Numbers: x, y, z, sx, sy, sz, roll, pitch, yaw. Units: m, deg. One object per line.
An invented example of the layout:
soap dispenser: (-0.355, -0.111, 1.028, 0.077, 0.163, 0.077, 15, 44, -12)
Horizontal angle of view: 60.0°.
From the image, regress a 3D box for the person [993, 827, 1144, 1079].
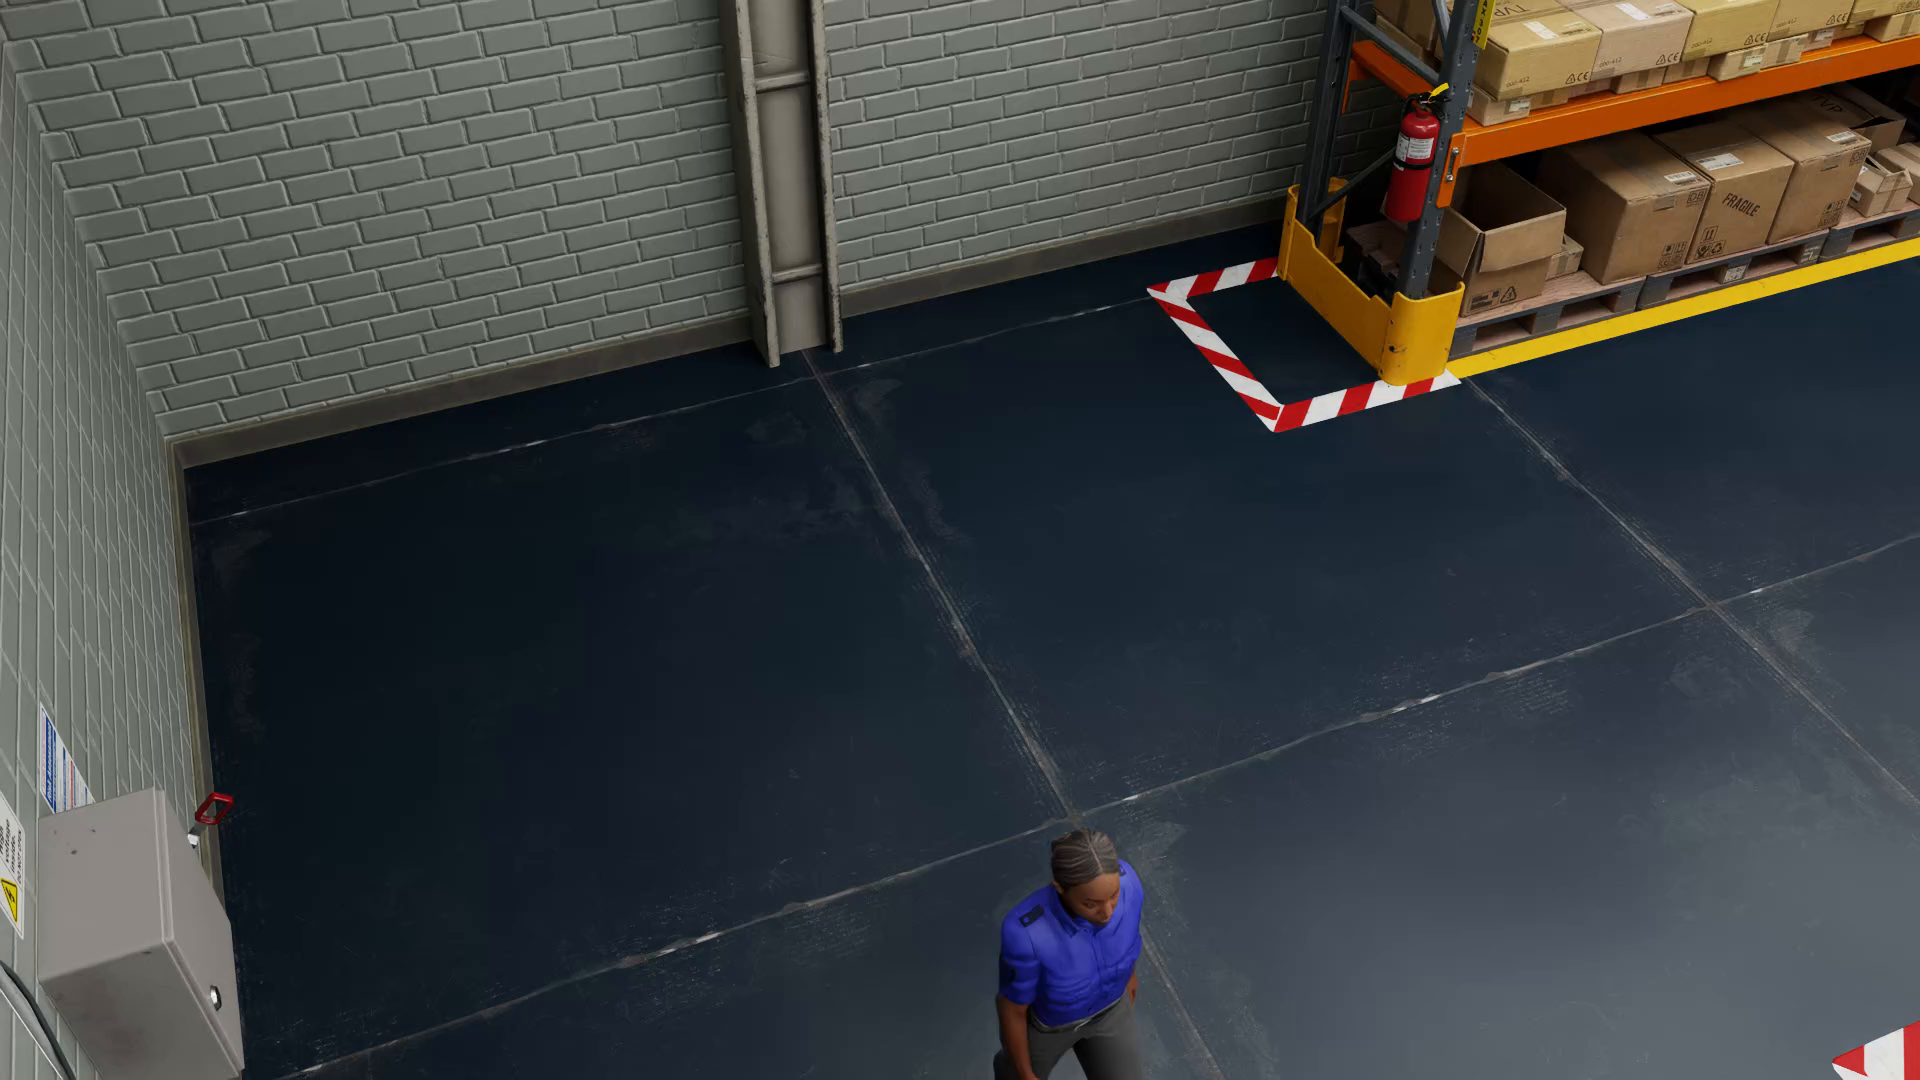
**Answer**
person: (0.313, 1.358, 4.696, 0.504, 1.734, 0.581, -18, 45, -19)
